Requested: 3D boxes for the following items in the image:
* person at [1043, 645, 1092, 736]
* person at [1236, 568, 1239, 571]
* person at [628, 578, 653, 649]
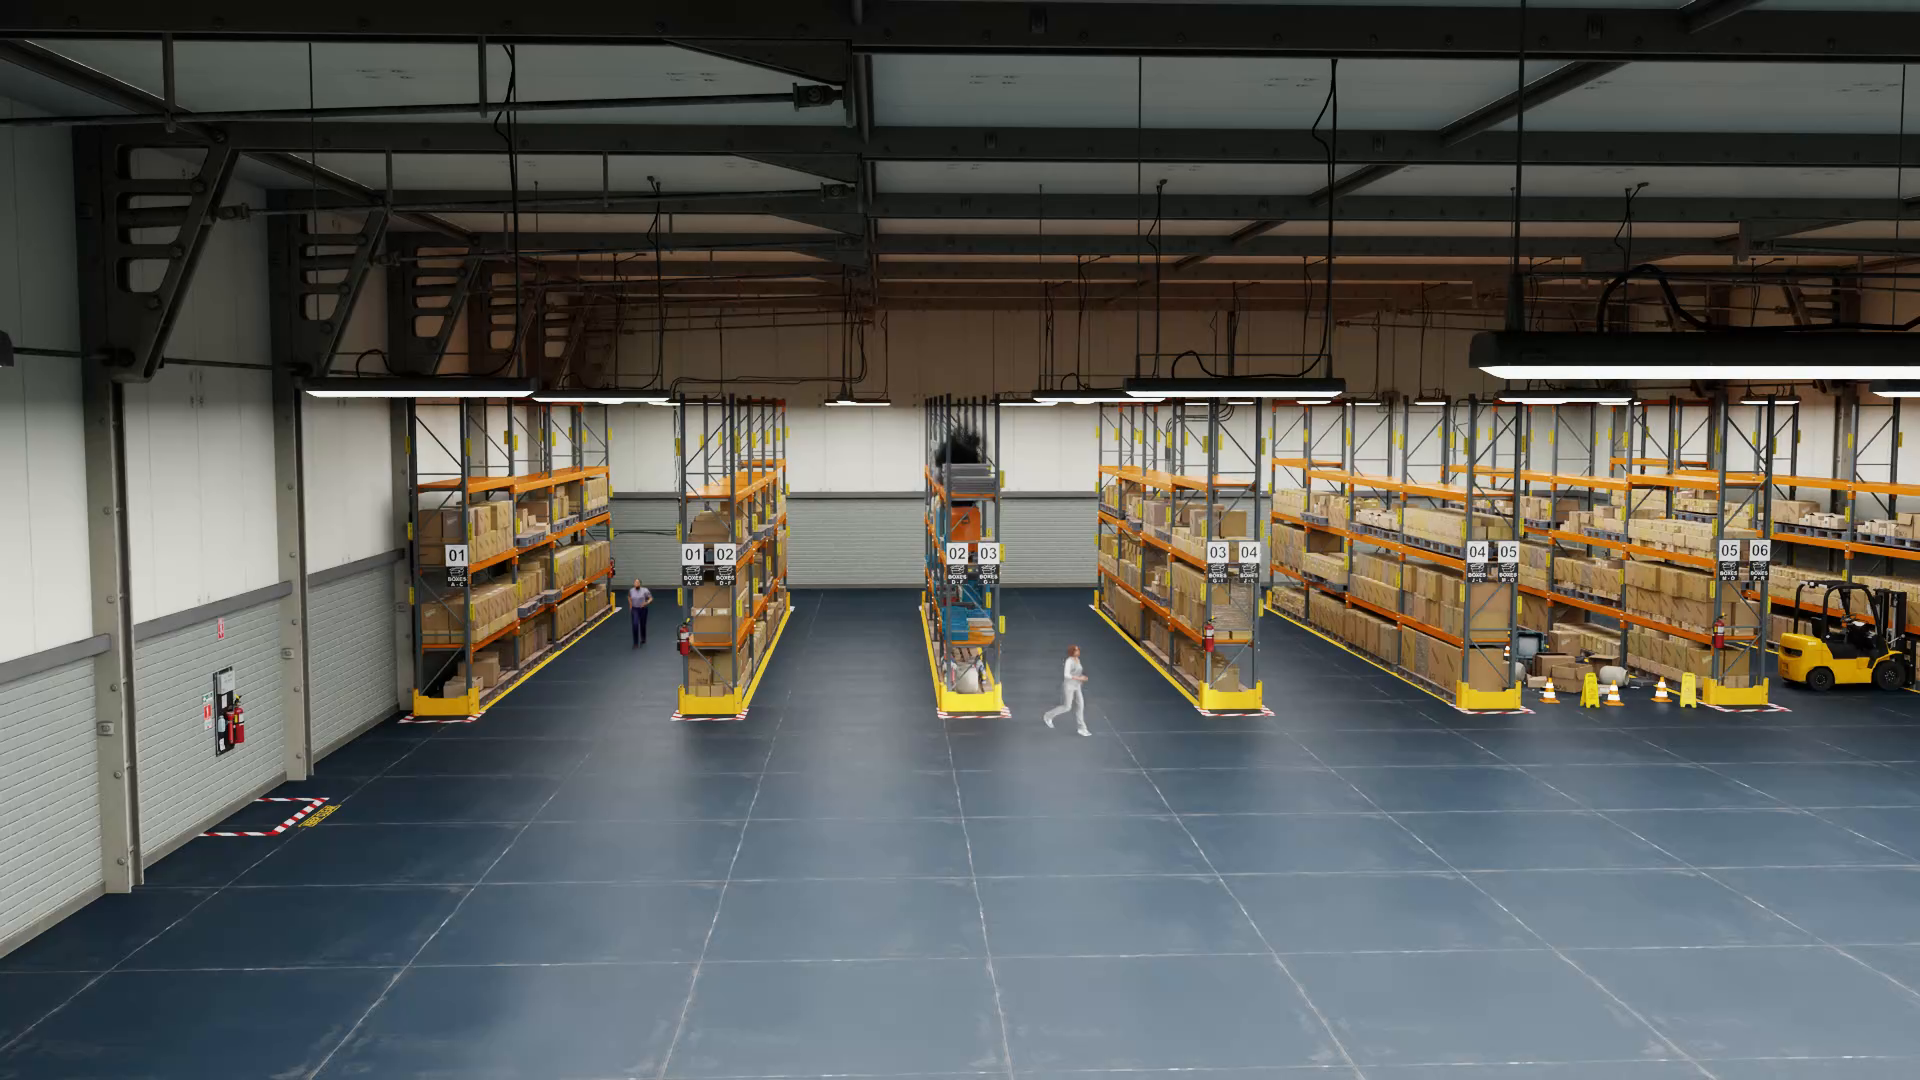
[{"bbox_3d":[1.915,2.624,29.220,0.871,1.601,0.550,2,5,28],"label":"person"},{"bbox_3d":[8.332,1.054,48.436,0.575,1.740,0.703,-4,6,-40],"label":"person"},{"bbox_3d":[-7.678,1.755,39.963,0.601,1.674,0.815,0,5,-5],"label":"person"}]
